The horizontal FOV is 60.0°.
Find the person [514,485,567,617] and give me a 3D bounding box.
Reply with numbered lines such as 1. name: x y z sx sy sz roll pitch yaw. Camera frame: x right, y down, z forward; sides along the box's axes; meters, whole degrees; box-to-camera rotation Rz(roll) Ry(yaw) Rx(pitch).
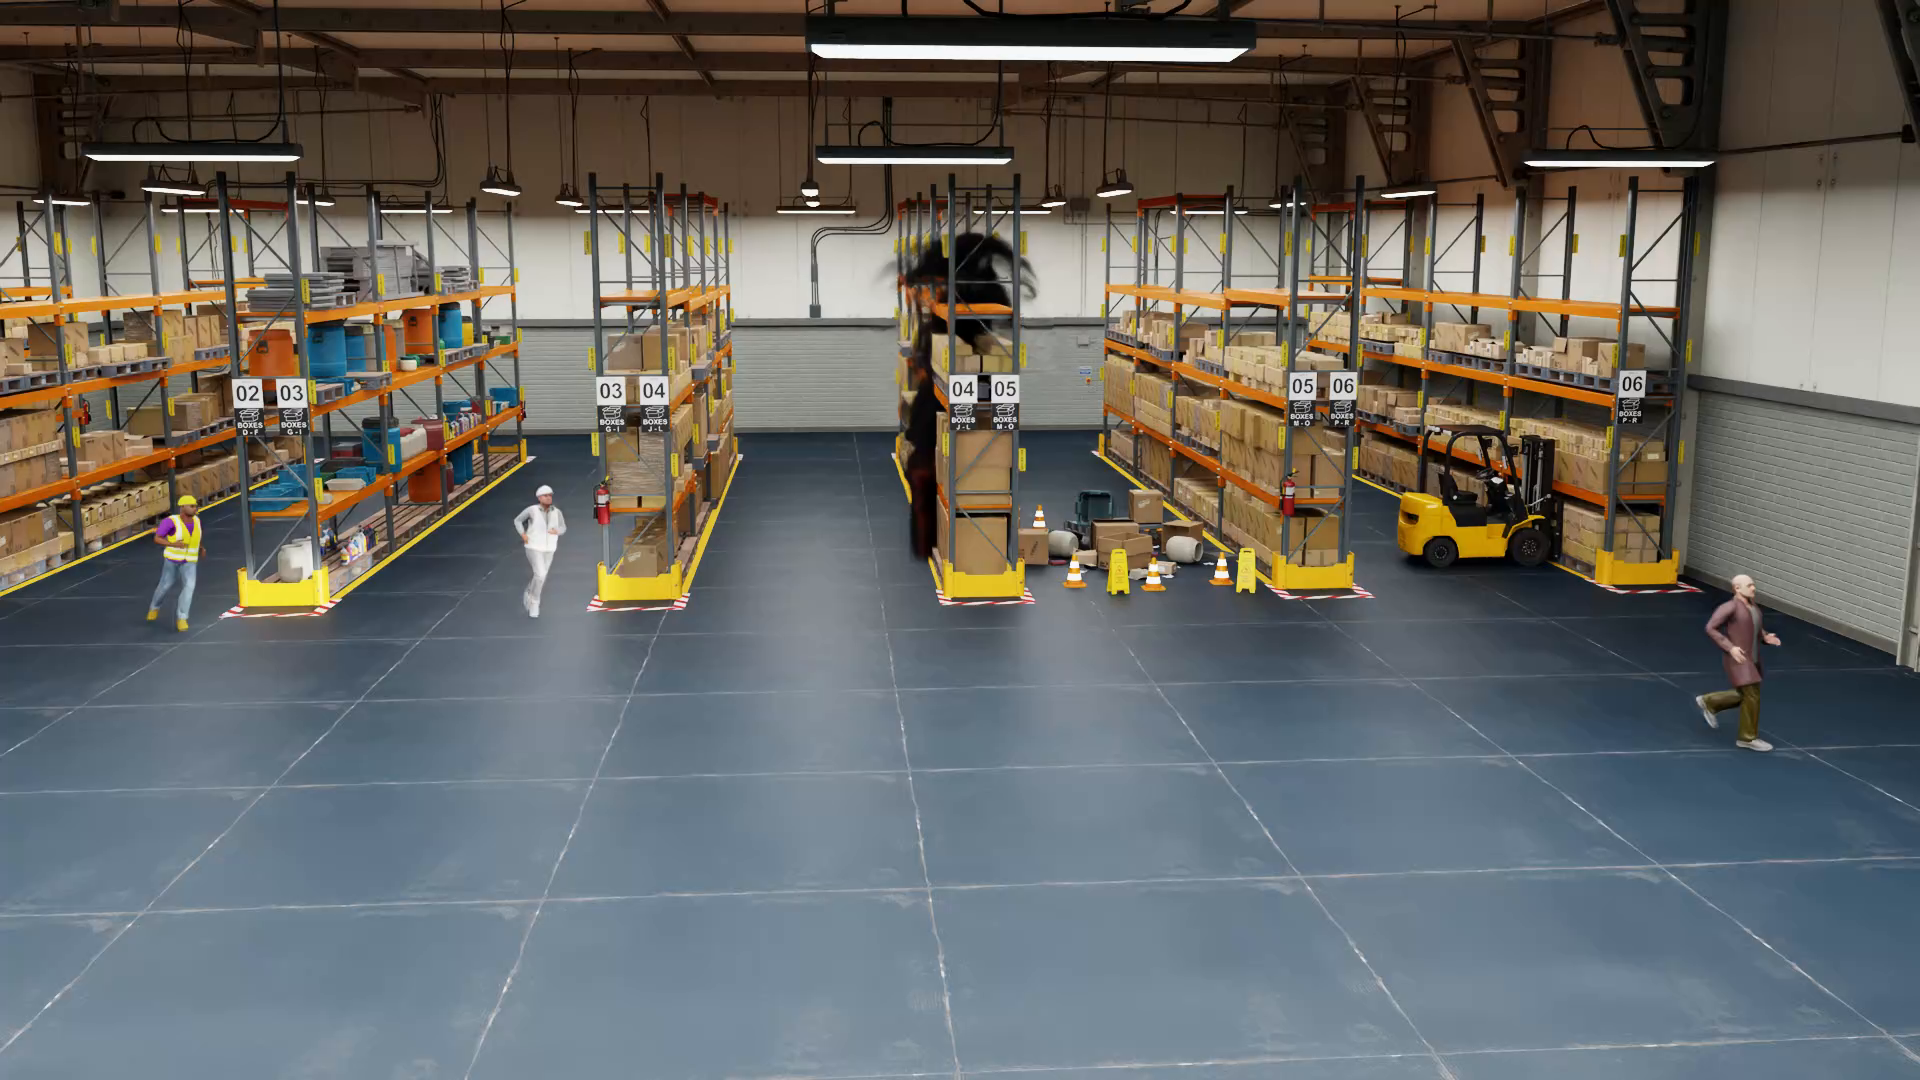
1. person: -5.774 0.142 22.965 0.632 1.822 0.689 -9 14 -42

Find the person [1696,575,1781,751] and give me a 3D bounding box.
1. person: 7.864 1.212 16.820 0.720 1.745 0.897 -7 12 -35

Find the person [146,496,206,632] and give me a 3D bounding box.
1. person: -10.405 0.273 22.215 0.977 1.727 0.781 9 13 41
